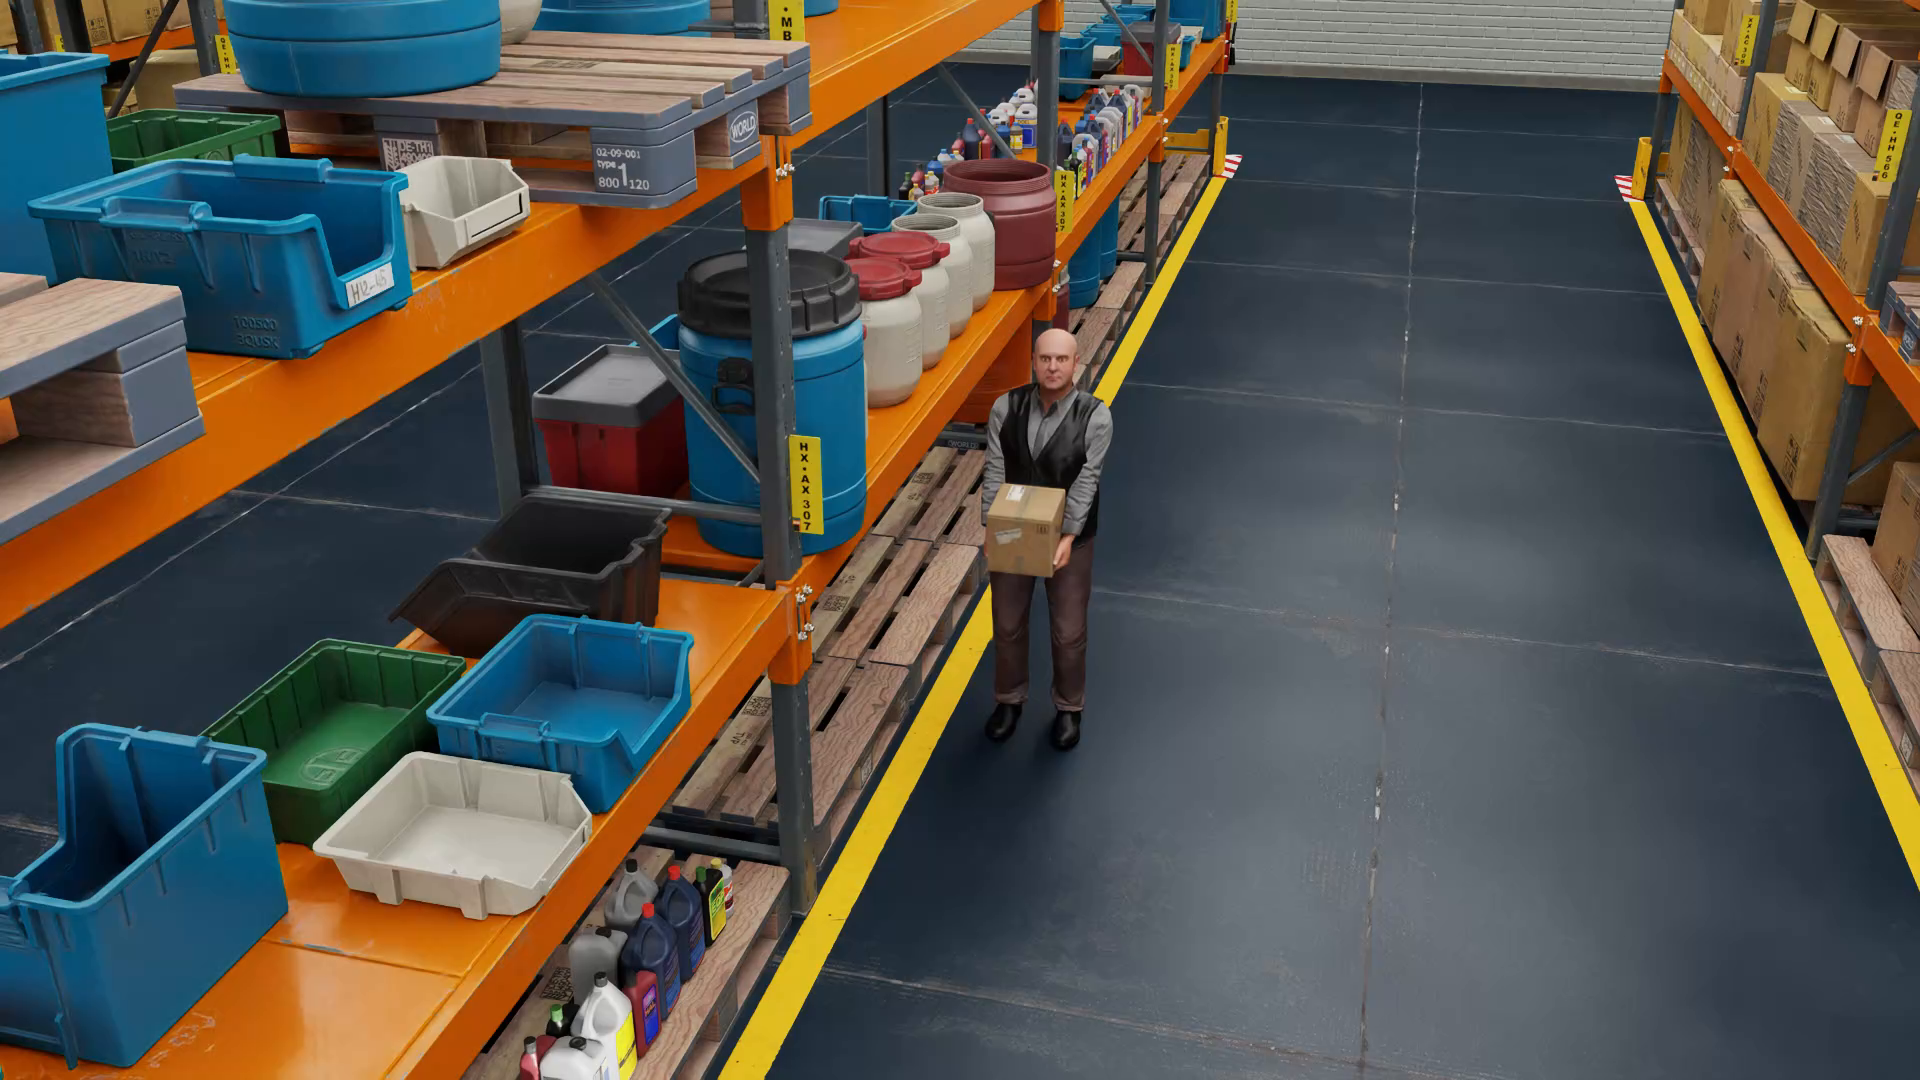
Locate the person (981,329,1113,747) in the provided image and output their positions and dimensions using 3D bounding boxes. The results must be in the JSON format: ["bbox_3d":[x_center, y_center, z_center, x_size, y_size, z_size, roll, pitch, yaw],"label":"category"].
[{"bbox_3d":[0.320,0.038,6.568,0.494,1.711,0.560,7,26,14],"label":"person"}]
